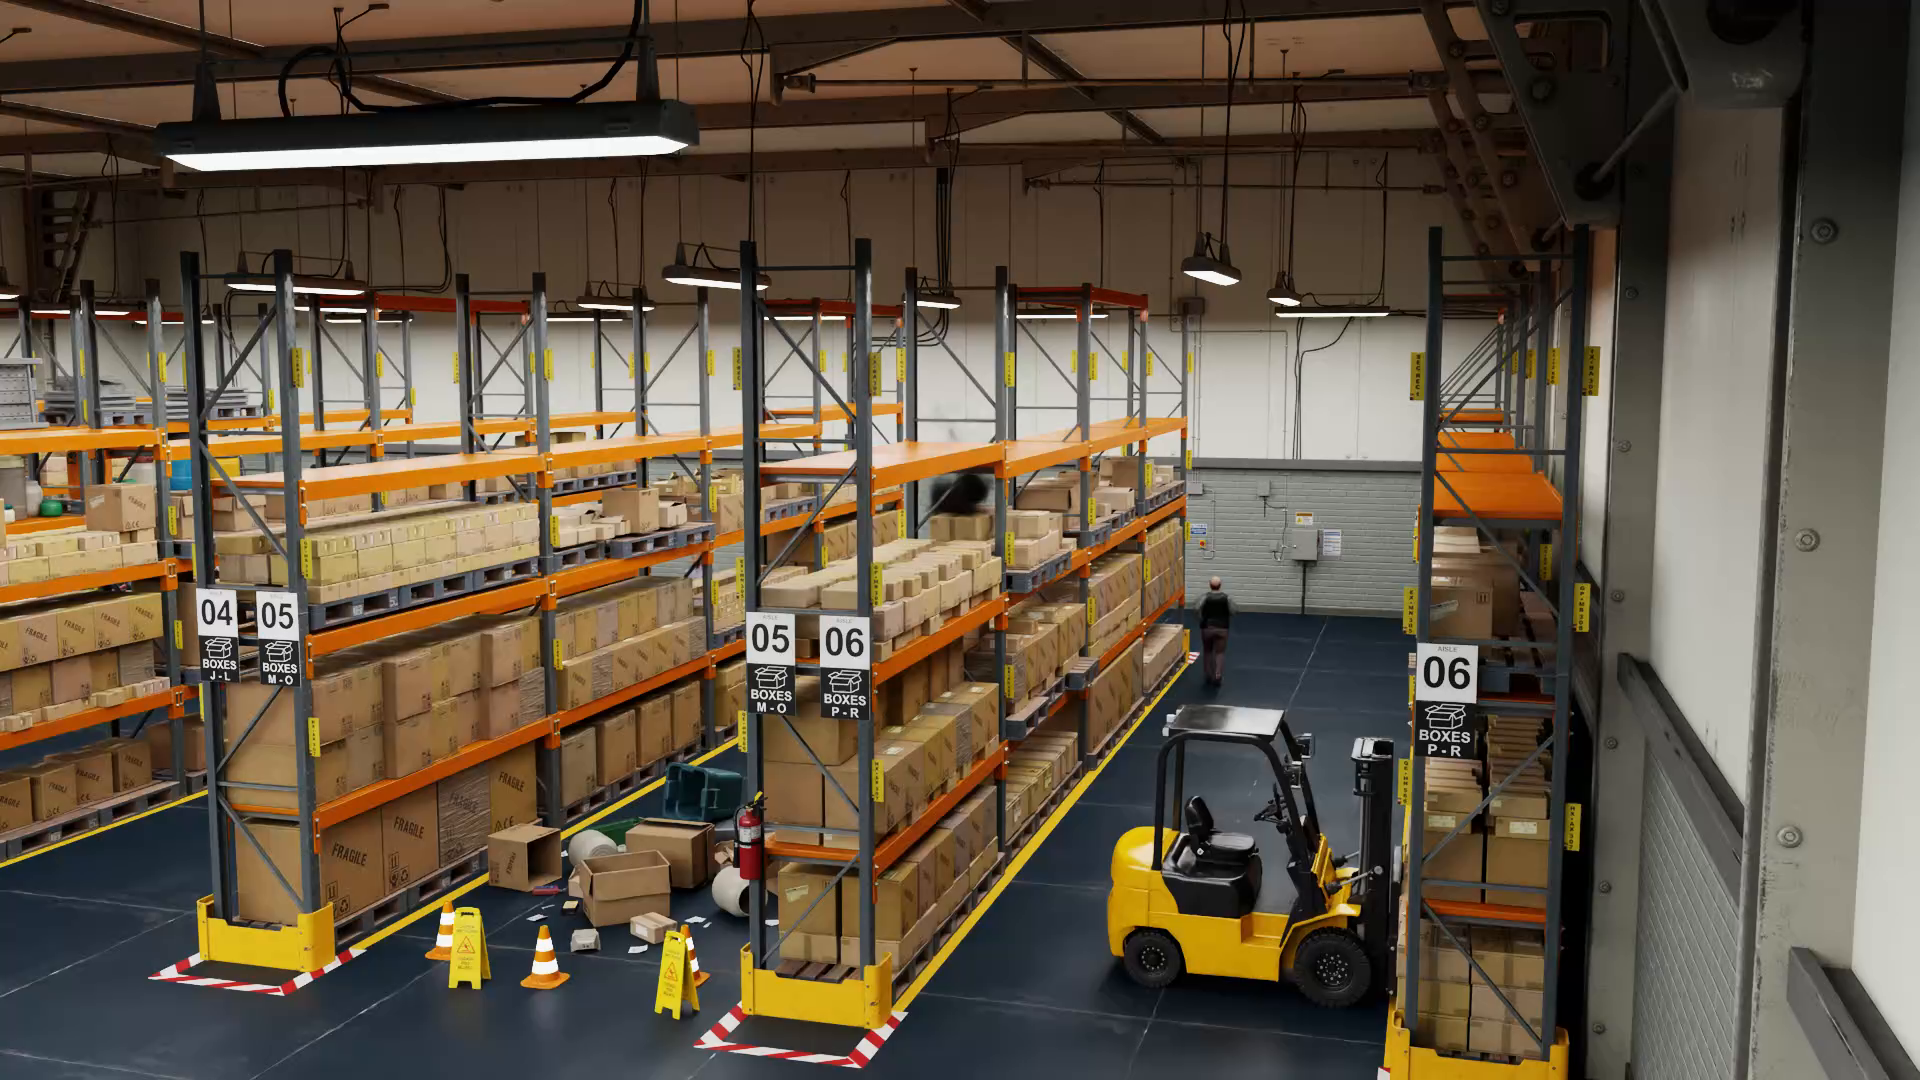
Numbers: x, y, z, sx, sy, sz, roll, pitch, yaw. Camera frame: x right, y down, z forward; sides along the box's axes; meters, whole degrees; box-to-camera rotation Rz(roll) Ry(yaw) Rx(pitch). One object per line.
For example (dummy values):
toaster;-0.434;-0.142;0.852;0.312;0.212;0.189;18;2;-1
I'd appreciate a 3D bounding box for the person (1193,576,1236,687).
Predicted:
person;3.919;1.431;25.617;0.650;1.752;0.826;1;6;10

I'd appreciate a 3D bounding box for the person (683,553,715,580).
person;-4.691;0.988;30.046;0.647;1.516;0.598;0;6;-1

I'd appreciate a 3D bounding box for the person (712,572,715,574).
person;-4.036;1.326;26.848;0.578;1.657;0.643;2;7;18
